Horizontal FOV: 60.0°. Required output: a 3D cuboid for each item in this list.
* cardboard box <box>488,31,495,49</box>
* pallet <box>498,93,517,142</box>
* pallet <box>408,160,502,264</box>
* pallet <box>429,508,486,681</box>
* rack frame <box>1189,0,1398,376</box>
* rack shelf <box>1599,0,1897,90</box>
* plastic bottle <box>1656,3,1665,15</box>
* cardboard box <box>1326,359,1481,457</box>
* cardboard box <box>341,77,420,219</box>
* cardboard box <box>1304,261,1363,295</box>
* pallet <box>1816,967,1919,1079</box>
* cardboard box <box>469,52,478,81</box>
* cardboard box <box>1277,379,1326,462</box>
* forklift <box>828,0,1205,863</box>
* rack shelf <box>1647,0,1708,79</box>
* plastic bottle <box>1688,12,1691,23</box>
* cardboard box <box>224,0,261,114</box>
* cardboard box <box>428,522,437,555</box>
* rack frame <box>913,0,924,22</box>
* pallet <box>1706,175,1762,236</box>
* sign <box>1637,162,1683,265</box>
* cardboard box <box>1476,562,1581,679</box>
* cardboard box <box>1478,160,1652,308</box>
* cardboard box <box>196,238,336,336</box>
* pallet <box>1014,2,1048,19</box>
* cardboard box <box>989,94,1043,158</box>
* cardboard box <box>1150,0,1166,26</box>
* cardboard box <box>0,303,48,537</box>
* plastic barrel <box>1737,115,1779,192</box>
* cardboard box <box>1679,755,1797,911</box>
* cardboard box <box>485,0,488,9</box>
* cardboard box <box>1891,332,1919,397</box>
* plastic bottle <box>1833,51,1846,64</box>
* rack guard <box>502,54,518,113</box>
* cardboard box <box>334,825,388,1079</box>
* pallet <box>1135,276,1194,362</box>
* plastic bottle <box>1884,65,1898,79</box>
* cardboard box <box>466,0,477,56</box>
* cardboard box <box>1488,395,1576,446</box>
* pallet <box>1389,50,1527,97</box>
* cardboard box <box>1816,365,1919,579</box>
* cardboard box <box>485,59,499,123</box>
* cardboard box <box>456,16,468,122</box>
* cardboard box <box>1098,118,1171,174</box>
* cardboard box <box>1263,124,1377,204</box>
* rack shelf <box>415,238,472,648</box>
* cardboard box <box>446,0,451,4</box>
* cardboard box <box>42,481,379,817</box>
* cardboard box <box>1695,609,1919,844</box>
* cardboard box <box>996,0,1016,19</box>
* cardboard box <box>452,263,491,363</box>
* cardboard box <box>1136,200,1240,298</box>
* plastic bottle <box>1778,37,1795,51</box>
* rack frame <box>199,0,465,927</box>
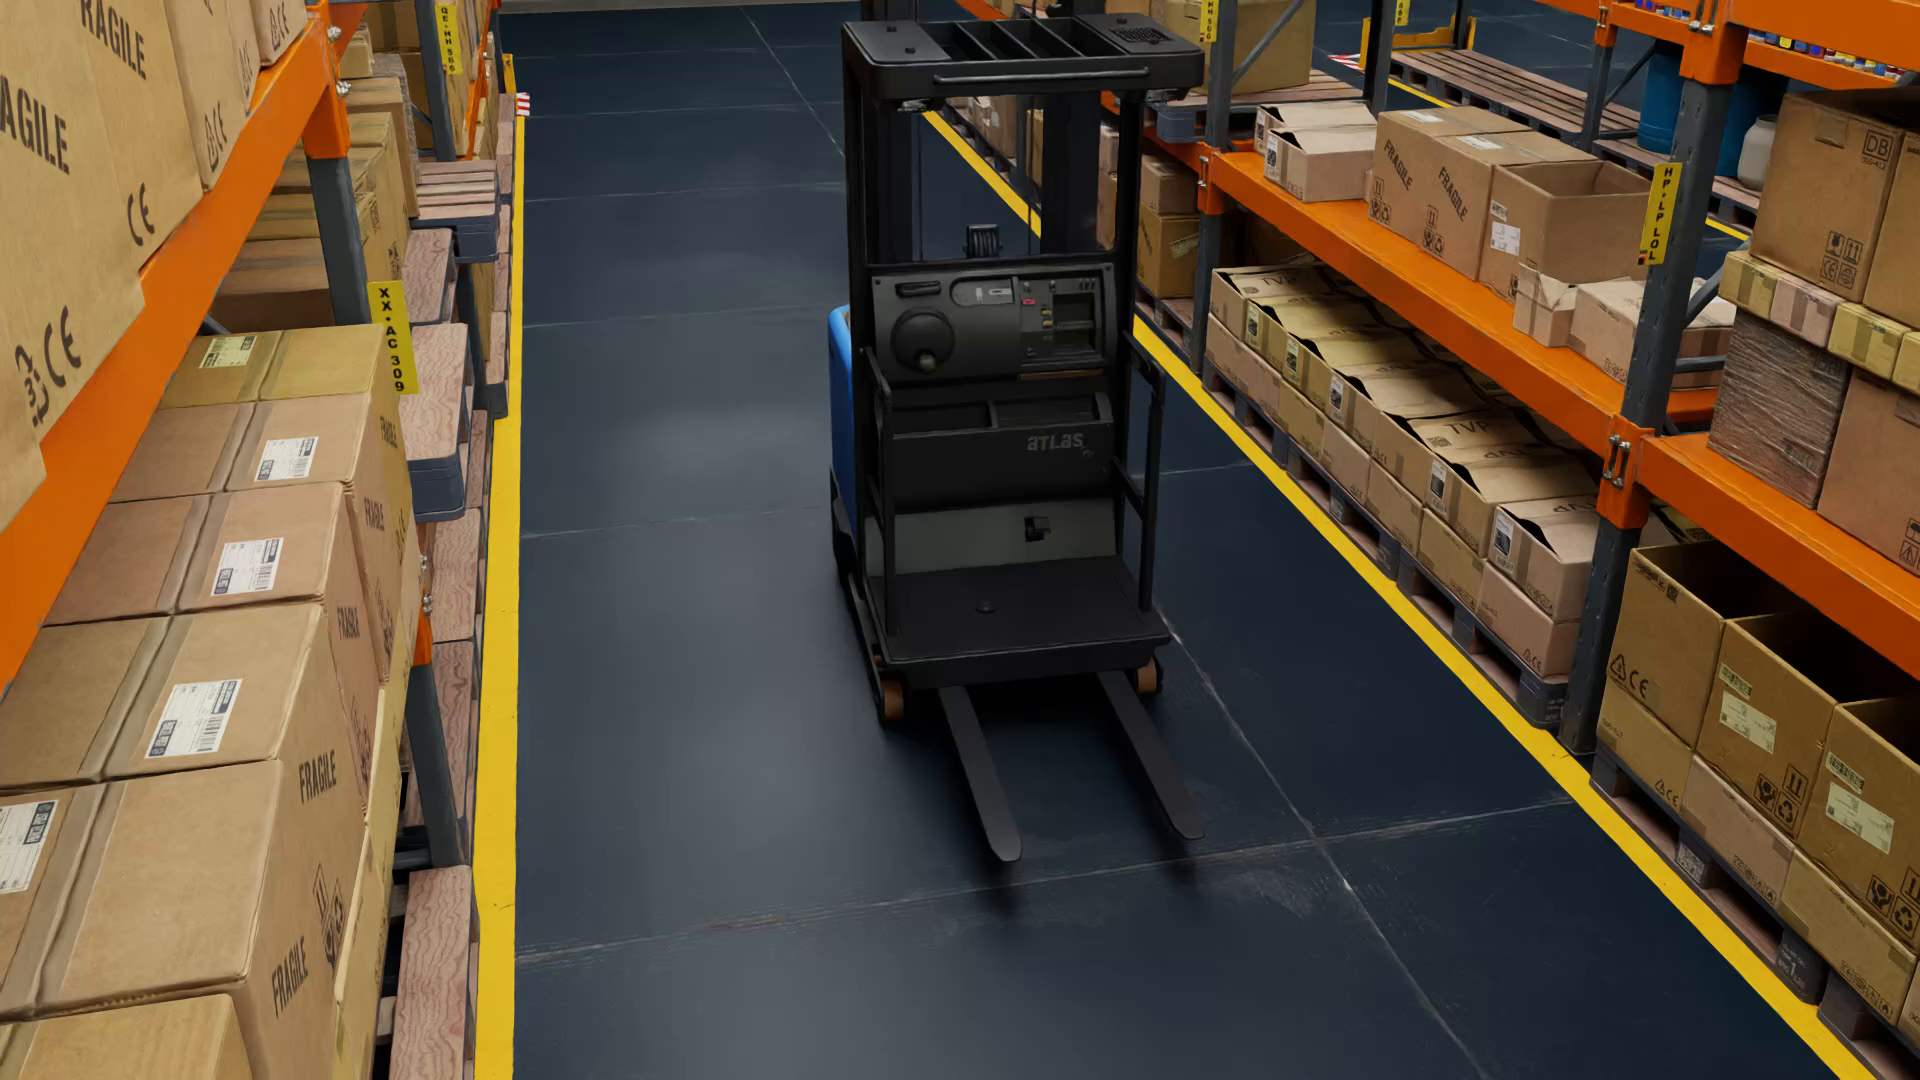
[{"bbox_3d":[-4.323,-4.398,14.724,0.380,0.149,0.250,-6,27,-12],"label":"cardboard box"},{"bbox_3d":[-4.528,-3.784,15.013,1.003,0.211,1.213,-6,27,-12],"label":"pallet"},{"bbox_3d":[-2.718,-1.473,7.552,1.213,0.211,1.003,-6,27,-12],"label":"pallet"},{"bbox_3d":[-2.536,0.262,6.996,1.003,0.211,1.213,-6,27,-12],"label":"pallet"},{"bbox_3d":[1.843,-2.365,9.107,1.000,3.000,0.127,-6,27,-12],"label":"rack frame"},{"bbox_3d":[6.219,-3.423,12.001,1.077,0.370,4.000,-6,27,-12],"label":"rack shelf"},{"bbox_3d":[5.510,-4.222,13.006,0.097,0.201,0.097,0,27,0],"label":"plastic bottle"},{"bbox_3d":[2.031,-0.636,7.644,0.500,0.311,0.500,-6,27,-12],"label":"cardboard box"},{"bbox_3d":[-2.714,-1.653,7.098,0.700,0.500,0.500,-9,28,-16],"label":"cardboard box"},{"bbox_3d":[2.201,-1.370,9.099,0.500,0.311,0.500,-5,27,-10],"label":"cardboard box"},{"bbox_3d":[3.162,1.526,4.492,1.003,0.211,1.213,-6,27,-12],"label":"pallet"},{"bbox_3d":[-3.320,-3.057,10.734,0.380,0.149,0.250,-6,27,-12],"label":"cardboard box"},{"bbox_3d":[1.913,-0.617,8.229,0.500,0.250,0.500,-7,28,-13],"label":"cardboard box"},{"bbox_3d":[0.175,-0.794,6.069,1.130,2.935,3.031,-5,27,-10],"label":"forklift"},{"bbox_3d":[2.294,-2.505,6.853,1.077,0.370,4.000,-6,27,-12],"label":"rack shelf"},{"bbox_3d":[5.606,-4.035,12.635,0.097,0.201,0.097,0,27,0],"label":"plastic bottle"},{"bbox_3d":[-1.624,-1.077,3.093,0.500,0.500,0.500,-8,28,-16],"label":"cardboard box"},{"bbox_3d":[-2.627,-0.177,7.057,0.700,0.500,0.500,-6,27,-12],"label":"cardboard box"},{"bbox_3d":[0.041,-5.877,16.065,1.000,3.000,0.127,-6,27,-12],"label":"rack frame"},{"bbox_3d":[6.180,-2.498,12.465,1.003,0.211,1.213,-6,27,-12],"label":"pallet"},{"bbox_3d":[2.218,-1.031,5.267,0.100,0.325,0.005,-6,27,-12],"label":"sign"},{"bbox_3d":[2.369,0.278,6.455,0.500,0.250,0.500,-6,27,-12],"label":"cardboard box"},{"bbox_3d":[2.469,-1.224,6.734,0.500,0.500,0.500,-4,27,-8],"label":"cardboard box"},{"bbox_3d":[-2.162,-0.572,4.955,0.700,0.500,0.500,-6,27,-11],"label":"cardboard box"},{"bbox_3d":[1.016,-3.673,11.912,1.003,0.211,1.213,-6,27,-12],"label":"pallet"},{"bbox_3d":[0.537,-3.423,13.488,0.500,0.500,0.500,-6,27,-12],"label":"cardboard box"},{"bbox_3d":[1.572,-3.283,10.348,0.700,0.500,0.500,-1,27,-2],"label":"cardboard box"},{"bbox_3d":[-1.097,-0.153,1.261,0.500,0.500,0.500,-4,27,-8],"label":"cardboard box"},{"bbox_3d":[6.075,-2.891,12.443,0.421,0.512,0.421,0,27,0],"label":"plastic barrel"},{"bbox_3d":[2.662,0.885,5.252,0.500,0.250,0.500,-6,27,-12],"label":"cardboard box"},{"bbox_3d":[-4.322,-4.629,13.260,0.980,0.700,0.700,-7,28,-14],"label":"cardboard box"},{"bbox_3d":[2.794,-0.467,4.516,0.380,0.149,0.250,-6,27,-12],"label":"cardboard box"},{"bbox_3d":[5.972,-3.322,11.223,0.097,0.201,0.097,0,27,0],"label":"plastic bottle"},{"bbox_3d":[-4.790,-4.267,15.649,1.175,0.500,0.348,-6,27,-12],"label":"rack guard"},{"bbox_3d":[-1.331,0.790,2.999,0.500,0.250,0.500,-6,27,-11],"label":"cardboard box"},{"bbox_3d":[1.712,-1.452,10.392,1.003,0.211,1.213,-6,27,-12],"label":"pallet"},{"bbox_3d":[6.081,-3.108,10.800,0.097,0.201,0.097,0,27,0],"label":"plastic bottle"},{"bbox_3d":[-3.409,-3.403,10.699,0.500,0.500,0.500,-6,27,-11],"label":"cardboard box"},{"bbox_3d":[2.669,-0.473,7.322,0.500,0.311,0.500,-7,28,-13],"label":"cardboard box"},{"bbox_3d":[5.015,-4.767,16.961,1.003,0.211,1.213,-6,27,-12],"label":"pallet"},{"bbox_3d":[2.976,-0.229,4.763,0.700,0.500,0.500,-6,27,-12],"label":"cardboard box"},{"bbox_3d":[-4.417,-3.927,14.510,0.700,0.500,0.500,-6,27,-12],"label":"cardboard box"},{"bbox_3d":[-2.951,-2.517,8.944,0.500,0.500,0.500,-5,27,-10],"label":"cardboard box"},{"bbox_3d":[1.153,-2.640,11.105,0.500,0.250,0.500,-6,27,-13],"label":"cardboard box"},{"bbox_3d":[1.856,-1.913,8.310,0.500,0.311,0.500,-6,27,-12],"label":"cardboard box"},{"bbox_3d":[-2.531,-0.661,6.529,1.077,0.370,4.000,-6,27,-12],"label":"rack shelf"},{"bbox_3d":[-2.955,-2.843,8.758,0.500,0.250,0.500,-6,27,-12],"label":"cardboard box"},{"bbox_3d":[-1.452,0.236,3.266,0.500,0.500,0.500,-7,28,-13],"label":"cardboard box"},{"bbox_3d":[2.665,0.550,5.084,0.500,0.500,0.500,-6,27,-12],"label":"cardboard box"},{"bbox_3d":[0.579,-4.359,12.946,0.500,0.500,0.500,-6,27,-11],"label":"cardboard box"},{"bbox_3d":[-3.020,-1.424,9.162,0.750,0.750,0.750,-6,27,-12],"label":"cardboard box"},{"bbox_3d":[1.404,-1.832,10.337,0.500,0.500,0.500,-5,27,-10],"label":"cardboard box"},{"bbox_3d":[5.834,-3.590,11.663,0.061,0.283,0.133,-6,27,-12],"label":"plastic bottle"},{"bbox_3d":[-2.081,-0.104,4.628,1.000,3.000,0.127,-6,27,-12],"label":"rack frame"}]
